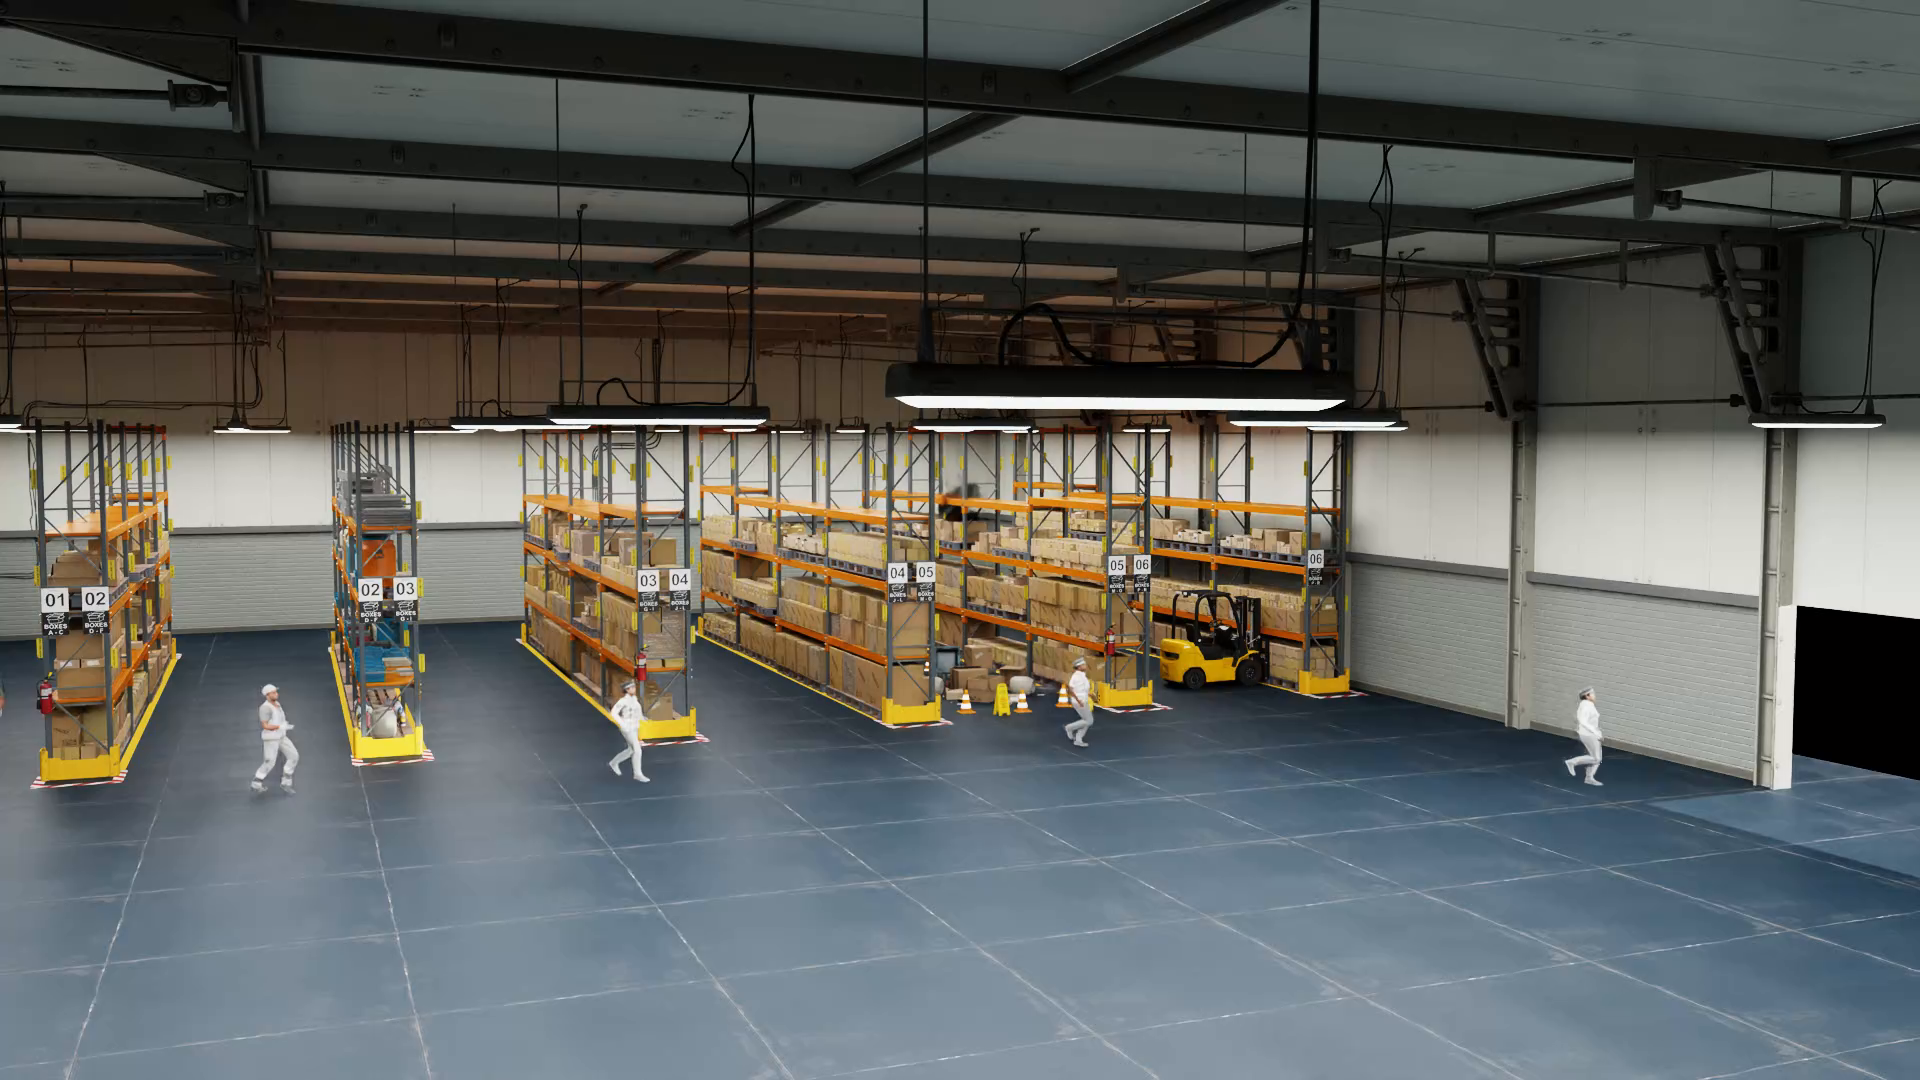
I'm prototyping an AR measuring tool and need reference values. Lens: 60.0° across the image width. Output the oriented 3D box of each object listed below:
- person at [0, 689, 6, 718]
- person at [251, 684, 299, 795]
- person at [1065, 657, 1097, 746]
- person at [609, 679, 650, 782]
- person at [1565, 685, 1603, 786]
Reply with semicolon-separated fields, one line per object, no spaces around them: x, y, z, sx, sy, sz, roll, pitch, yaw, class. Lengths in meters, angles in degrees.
-16.677;3.077;28.433;0.656;1.749;0.704;-3;4;-35;person
-10.922;3.193;26.493;0.755;1.812;0.670;0;4;7;person
2.234;2.983;30.691;0.559;1.657;0.575;1;4;17;person
-5.521;3.152;27.634;0.792;1.702;0.629;1;4;16;person
10.254;3.196;27.294;0.597;1.660;0.617;1;4;17;person
